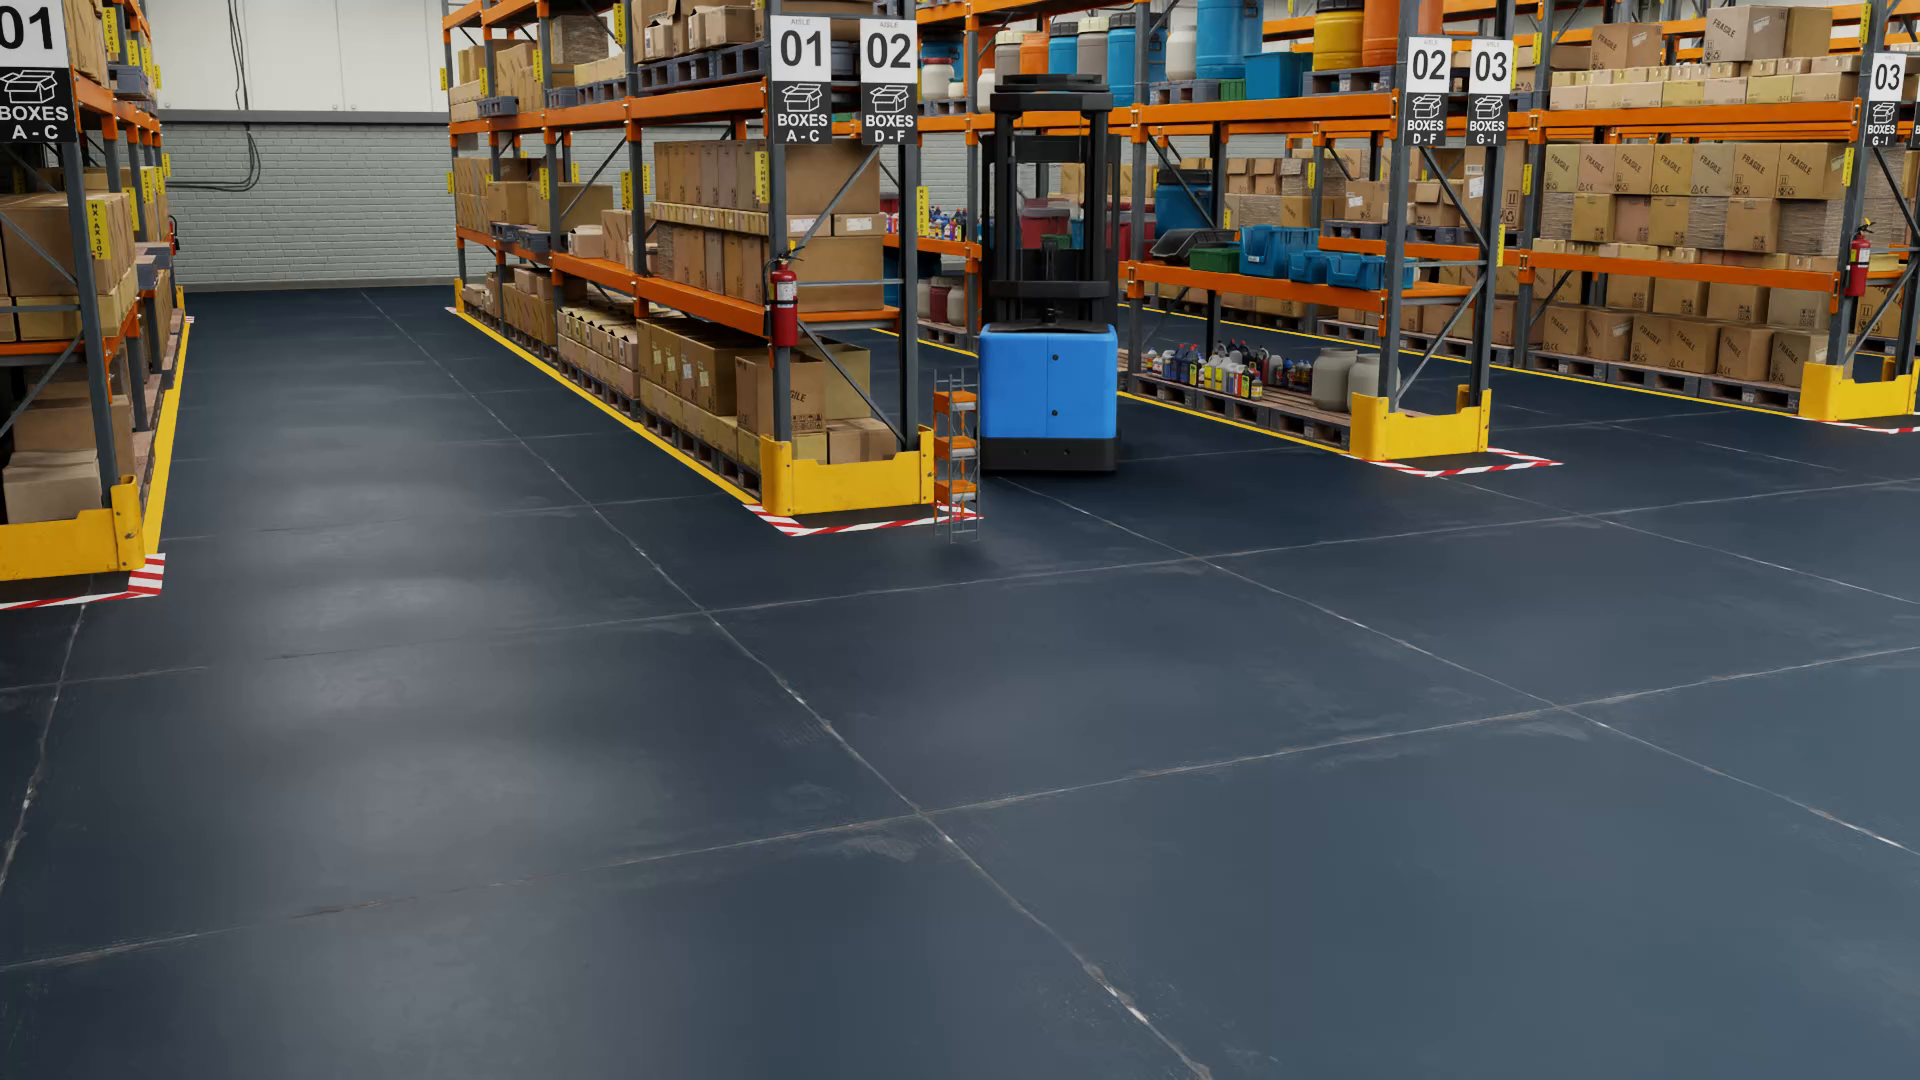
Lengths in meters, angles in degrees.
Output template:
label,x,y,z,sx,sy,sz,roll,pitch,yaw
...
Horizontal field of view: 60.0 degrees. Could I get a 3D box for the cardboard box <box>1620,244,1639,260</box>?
label,x,y,z,sx,sy,sz,roll,pitch,yaw
cardboard box,7.041,-2.978,17.141,0.380,0.149,0.250,-6,14,-23

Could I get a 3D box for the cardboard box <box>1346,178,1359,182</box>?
label,x,y,z,sx,sy,sz,roll,pitch,yaw
cardboard box,7.044,-6.095,29.170,0.500,0.500,0.500,-6,14,-24

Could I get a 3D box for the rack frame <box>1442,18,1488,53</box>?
label,x,y,z,sx,sy,sz,roll,pitch,yaw
rack frame,8.088,-8.430,26.838,1.000,3.000,0.127,-6,14,-23

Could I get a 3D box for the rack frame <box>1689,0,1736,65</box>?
label,x,y,z,sx,sy,sz,roll,pitch,yaw
rack frame,15.527,-10.174,34.372,1.000,3.000,0.127,-6,14,-23

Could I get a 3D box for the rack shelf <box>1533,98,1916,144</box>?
label,x,y,z,sx,sy,sz,roll,pitch,yaw
rack shelf,7.508,-4.126,16.486,1.077,0.370,4.000,-6,14,-23

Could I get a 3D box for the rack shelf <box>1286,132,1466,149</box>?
label,x,y,z,sx,sy,sz,roll,pitch,yaw
rack shelf,7.287,-7.032,29.043,1.077,0.370,4.000,-6,14,-23

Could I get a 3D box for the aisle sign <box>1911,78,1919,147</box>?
label,x,y,z,sx,sy,sz,roll,pitch,yaw
aisle sign,8.609,-3.882,14.726,0.394,0.787,0.004,-6,14,-23

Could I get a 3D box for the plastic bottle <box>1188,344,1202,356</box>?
label,x,y,z,sx,sy,sz,roll,pitch,yaw
plastic bottle,2.244,-1.713,16.018,0.144,0.351,0.185,-6,14,-23

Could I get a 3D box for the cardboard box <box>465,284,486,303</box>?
label,x,y,z,sx,sy,sz,roll,pitch,yaw
cardboard box,-7.020,-3.647,24.595,0.500,0.250,0.500,-6,14,-23

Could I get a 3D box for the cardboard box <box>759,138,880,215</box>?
label,x,y,z,sx,sy,sz,roll,pitch,yaw
cardboard box,-0.965,-2.497,11.406,0.700,0.500,0.500,-6,14,-23

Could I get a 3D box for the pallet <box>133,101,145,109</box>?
label,x,y,z,sx,sy,sz,roll,pitch,yaw
pallet,-8.817,-4.410,16.537,1.213,0.211,1.003,-5,14,-20

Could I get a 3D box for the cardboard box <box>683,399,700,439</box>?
label,x,y,z,sx,sy,sz,roll,pitch,yaw
cardboard box,-1.866,-0.965,13.055,0.500,0.250,0.500,-6,14,-23

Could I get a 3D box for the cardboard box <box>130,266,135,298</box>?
label,x,y,z,sx,sy,sz,roll,pitch,yaw
cardboard box,-6.249,-1.848,11.991,0.500,0.250,0.500,-6,14,-23

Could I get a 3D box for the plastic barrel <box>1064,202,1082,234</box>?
label,x,y,z,sx,sy,sz,roll,pitch,yaw
plastic barrel,1.343,-3.581,18.942,0.421,0.512,0.421,0,13,0

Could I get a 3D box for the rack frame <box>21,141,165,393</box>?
label,x,y,z,sx,sy,sz,roll,pitch,yaw
rack frame,-8.511,-2.912,16.300,1.000,3.000,0.127,-6,14,-23

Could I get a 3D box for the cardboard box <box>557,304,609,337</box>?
label,x,y,z,sx,sy,sz,roll,pitch,yaw
cardboard box,-4.033,-2.364,17.853,0.500,0.311,0.500,-5,14,-21

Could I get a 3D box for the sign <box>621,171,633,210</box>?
label,x,y,z,sx,sy,sz,roll,pitch,yaw
sign,-2.864,-3.008,14.323,0.100,0.325,0.005,-6,14,-23

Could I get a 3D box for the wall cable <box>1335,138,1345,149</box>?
label,x,y,z,sx,sy,sz,roll,pitch,yaw
wall cable,8.700,-8.475,38.014,0.585,1.953,0.123,-6,14,-23

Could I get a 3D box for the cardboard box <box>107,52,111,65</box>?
label,x,y,z,sx,sy,sz,roll,pitch,yaw
cardboard box,-9.228,-4.952,17.262,0.700,0.500,0.500,-5,14,-20

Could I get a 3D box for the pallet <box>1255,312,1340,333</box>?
label,x,y,z,sx,sy,sz,roll,pitch,yaw
pallet,4.858,-3.065,23.146,1.003,0.211,1.213,-6,14,-23

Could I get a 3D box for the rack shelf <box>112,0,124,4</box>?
label,x,y,z,sx,sy,sz,roll,pitch,yaw
rack shelf,-7.710,-4.876,13.964,1.077,0.370,4.000,-6,14,-23

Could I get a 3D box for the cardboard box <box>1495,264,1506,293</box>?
label,x,y,z,sx,sy,sz,roll,pitch,yaw
cardboard box,8.576,-4.102,26.052,0.500,0.500,0.500,-5,14,-22

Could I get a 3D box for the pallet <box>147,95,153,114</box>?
label,x,y,z,sx,sy,sz,roll,pitch,yaw
pallet,-10.431,-5.327,20.276,1.003,0.211,1.213,-6,14,-23

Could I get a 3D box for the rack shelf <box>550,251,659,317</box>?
label,x,y,z,sx,sy,sz,roll,pitch,yaw
rack shelf,-3.172,-2.597,16.532,1.077,0.370,4.000,-6,14,-23

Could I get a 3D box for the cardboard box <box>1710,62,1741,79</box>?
label,x,y,z,sx,sy,sz,roll,pitch,yaw
cardboard box,7.398,-4.483,15.882,0.380,0.149,0.250,-6,15,-26

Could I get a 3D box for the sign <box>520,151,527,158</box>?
label,x,y,z,sx,sy,sz,roll,pitch,yaw
sign,-6.661,-5.777,25.410,0.100,0.325,0.005,-6,14,-23

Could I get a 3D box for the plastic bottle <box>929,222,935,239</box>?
label,x,y,z,sx,sy,sz,roll,pitch,yaw
plastic bottle,-0.342,-3.949,21.220,0.097,0.201,0.097,0,13,0

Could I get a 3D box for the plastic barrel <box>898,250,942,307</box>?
label,x,y,z,sx,sy,sz,roll,pitch,yaw
plastic barrel,-0.550,-3.555,22.801,0.600,0.901,0.708,-6,14,-23

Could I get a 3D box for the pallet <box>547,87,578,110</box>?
label,x,y,z,sx,sy,sz,roll,pitch,yaw
pallet,-3.620,-4.597,17.348,1.213,0.211,1.003,-5,14,-20

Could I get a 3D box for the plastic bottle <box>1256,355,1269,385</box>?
label,x,y,z,sx,sy,sz,roll,pitch,yaw
plastic bottle,2.861,-1.614,15.741,0.061,0.283,0.133,-6,14,-23

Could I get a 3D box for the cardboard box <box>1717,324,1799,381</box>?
label,x,y,z,sx,sy,sz,roll,pitch,yaw
cardboard box,7.804,-1.839,16.276,0.500,0.500,0.500,-2,13,-8

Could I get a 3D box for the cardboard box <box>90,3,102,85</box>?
label,x,y,z,sx,sy,sz,roll,pitch,yaw
cardboard box,-6.032,-3.307,11.086,0.500,0.500,0.500,-6,14,-25

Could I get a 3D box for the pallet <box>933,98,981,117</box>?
label,x,y,z,sx,sy,sz,roll,pitch,yaw
pallet,0.350,-5.343,20.570,1.003,0.211,1.213,-6,14,-23

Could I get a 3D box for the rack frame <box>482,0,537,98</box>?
label,x,y,z,sx,sy,sz,roll,pitch,yaw
rack frame,-5.576,-7.109,21.130,1.000,3.000,0.127,-6,14,-23

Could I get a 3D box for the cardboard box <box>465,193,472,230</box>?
label,x,y,z,sx,sy,sz,roll,pitch,yaw
cardboard box,-6.832,-4.736,23.959,0.500,0.500,0.500,-6,14,-23

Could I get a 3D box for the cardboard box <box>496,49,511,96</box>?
label,x,y,z,sx,sy,sz,roll,pitch,yaw
cardboard box,-5.441,-5.839,20.920,0.600,0.600,0.600,-7,15,-28

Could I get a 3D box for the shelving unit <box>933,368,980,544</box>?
label,x,y,z,sx,sy,sz,roll,pitch,yaw
shelving unit,-0.021,-0.523,10.299,0.215,1.050,0.252,-6,14,-23

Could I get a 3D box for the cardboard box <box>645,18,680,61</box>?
label,x,y,z,sx,sy,sz,roll,pitch,yaw
cardboard box,-2.195,-3.985,13.240,0.500,0.311,0.500,-6,15,-26

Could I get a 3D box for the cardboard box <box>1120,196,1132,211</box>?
label,x,y,z,sx,sy,sz,roll,pitch,yaw
cardboard box,2.876,-5.327,26.406,0.500,0.250,0.500,-5,14,-21

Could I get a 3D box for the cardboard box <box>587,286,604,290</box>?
label,x,y,z,sx,sy,sz,roll,pitch,yaw
cardboard box,-4.725,-2.901,20.818,0.500,0.500,0.500,-5,14,-22

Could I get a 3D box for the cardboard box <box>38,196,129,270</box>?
label,x,y,z,sx,sy,sz,roll,pitch,yaw
cardboard box,-6.039,-2.110,11.461,0.500,0.500,0.500,-6,14,-25

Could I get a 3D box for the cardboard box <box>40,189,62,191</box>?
label,x,y,z,sx,sy,sz,roll,pitch,yaw
cardboard box,-8.313,-3.079,15.823,0.700,0.500,0.500,-8,15,-30

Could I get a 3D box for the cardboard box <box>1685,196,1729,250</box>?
label,x,y,z,sx,sy,sz,roll,pitch,yaw
cardboard box,7.643,-3.111,16.277,0.875,0.500,0.500,-6,14,-23

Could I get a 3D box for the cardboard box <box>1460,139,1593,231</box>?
label,x,y,z,sx,sy,sz,roll,pitch,yaw
cardboard box,6.517,-4.101,19.177,1.000,1.000,1.000,-6,14,-23

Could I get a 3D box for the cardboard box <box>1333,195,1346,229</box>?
label,x,y,z,sx,sy,sz,roll,pitch,yaw
cardboard box,5.160,-4.428,22.628,0.500,0.500,0.500,-5,14,-21

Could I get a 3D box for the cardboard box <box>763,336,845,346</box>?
label,x,y,z,sx,sy,sz,roll,pitch,yaw
cardboard box,-1.194,-1.274,12.725,0.500,0.500,0.500,-6,14,-23

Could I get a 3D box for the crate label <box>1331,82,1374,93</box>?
label,x,y,z,sx,sy,sz,roll,pitch,yaw
crate label,3.324,-3.960,14.503,0.502,0.251,0.408,-6,14,-23

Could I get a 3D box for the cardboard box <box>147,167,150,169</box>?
label,x,y,z,sx,sy,sz,roll,pitch,yaw
cardboard box,-9.291,-4.022,18.506,0.500,0.250,0.500,-5,14,-22

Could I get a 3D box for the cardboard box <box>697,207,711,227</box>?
label,x,y,z,sx,sy,sz,roll,pitch,yaw
cardboard box,-1.817,-2.506,12.884,0.380,0.149,0.250,-6,14,-23

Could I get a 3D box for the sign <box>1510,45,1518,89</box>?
label,x,y,z,sx,sy,sz,roll,pitch,yaw
sign,4.277,-3.669,12.896,0.100,0.325,0.005,-6,14,-23

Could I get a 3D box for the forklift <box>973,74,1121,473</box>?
label,x,y,z,sx,sy,sz,roll,pitch,yaw
forklift,0.728,-2.211,13.423,1.130,2.935,3.031,1,13,3

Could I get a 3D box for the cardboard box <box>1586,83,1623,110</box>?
label,x,y,z,sx,sy,sz,roll,pitch,yaw
cardboard box,6.869,-4.591,17.235,0.500,0.250,0.500,-6,14,-23

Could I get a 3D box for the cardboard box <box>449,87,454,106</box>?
label,x,y,z,sx,sy,sz,roll,pitch,yaw
cardboard box,-7.211,-6.515,24.440,0.500,0.250,0.500,-6,14,-23

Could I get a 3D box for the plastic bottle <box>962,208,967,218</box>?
label,x,y,z,sx,sy,sz,roll,pitch,yaw
plastic bottle,0.074,-4.221,22.066,0.144,0.351,0.185,-6,14,-23

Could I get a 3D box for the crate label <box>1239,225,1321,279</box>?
label,x,y,z,sx,sy,sz,roll,pitch,yaw
crate label,2.786,-2.527,14.558,0.502,0.435,0.616,-6,14,-23
